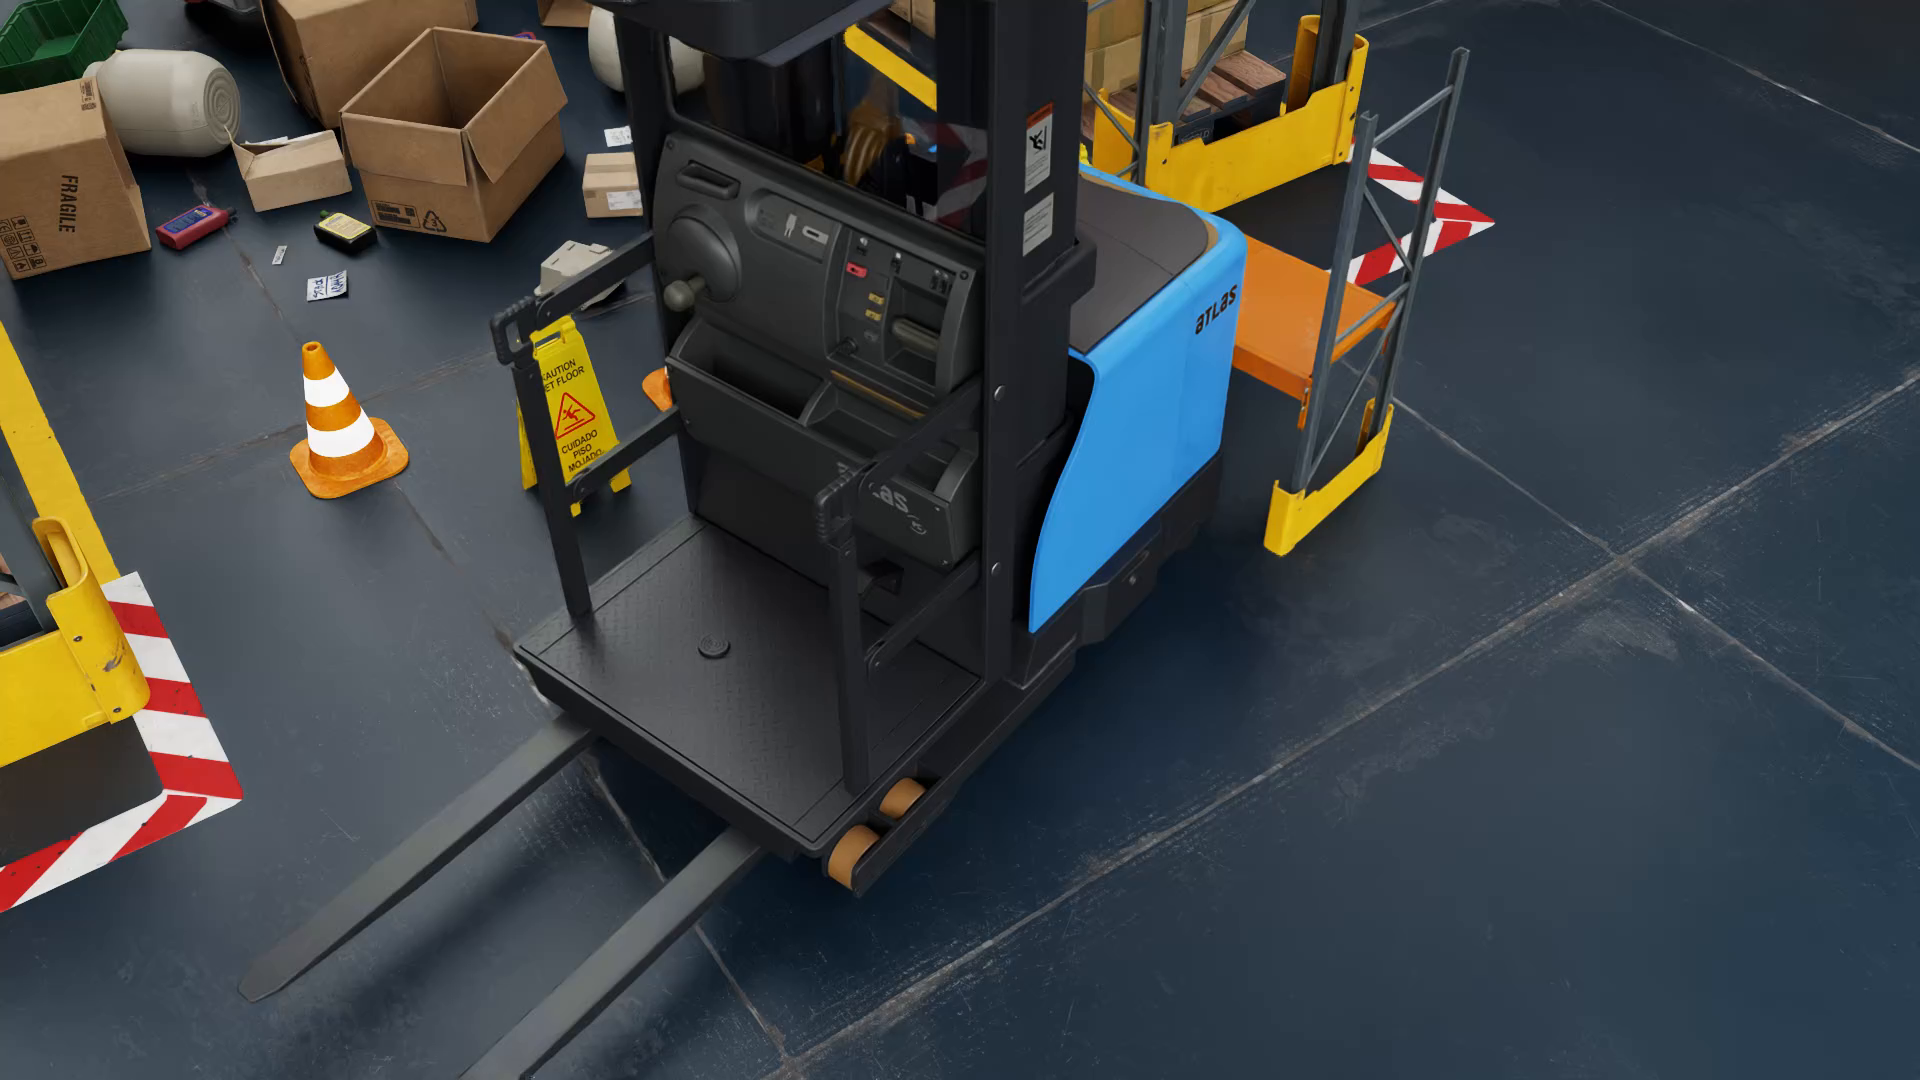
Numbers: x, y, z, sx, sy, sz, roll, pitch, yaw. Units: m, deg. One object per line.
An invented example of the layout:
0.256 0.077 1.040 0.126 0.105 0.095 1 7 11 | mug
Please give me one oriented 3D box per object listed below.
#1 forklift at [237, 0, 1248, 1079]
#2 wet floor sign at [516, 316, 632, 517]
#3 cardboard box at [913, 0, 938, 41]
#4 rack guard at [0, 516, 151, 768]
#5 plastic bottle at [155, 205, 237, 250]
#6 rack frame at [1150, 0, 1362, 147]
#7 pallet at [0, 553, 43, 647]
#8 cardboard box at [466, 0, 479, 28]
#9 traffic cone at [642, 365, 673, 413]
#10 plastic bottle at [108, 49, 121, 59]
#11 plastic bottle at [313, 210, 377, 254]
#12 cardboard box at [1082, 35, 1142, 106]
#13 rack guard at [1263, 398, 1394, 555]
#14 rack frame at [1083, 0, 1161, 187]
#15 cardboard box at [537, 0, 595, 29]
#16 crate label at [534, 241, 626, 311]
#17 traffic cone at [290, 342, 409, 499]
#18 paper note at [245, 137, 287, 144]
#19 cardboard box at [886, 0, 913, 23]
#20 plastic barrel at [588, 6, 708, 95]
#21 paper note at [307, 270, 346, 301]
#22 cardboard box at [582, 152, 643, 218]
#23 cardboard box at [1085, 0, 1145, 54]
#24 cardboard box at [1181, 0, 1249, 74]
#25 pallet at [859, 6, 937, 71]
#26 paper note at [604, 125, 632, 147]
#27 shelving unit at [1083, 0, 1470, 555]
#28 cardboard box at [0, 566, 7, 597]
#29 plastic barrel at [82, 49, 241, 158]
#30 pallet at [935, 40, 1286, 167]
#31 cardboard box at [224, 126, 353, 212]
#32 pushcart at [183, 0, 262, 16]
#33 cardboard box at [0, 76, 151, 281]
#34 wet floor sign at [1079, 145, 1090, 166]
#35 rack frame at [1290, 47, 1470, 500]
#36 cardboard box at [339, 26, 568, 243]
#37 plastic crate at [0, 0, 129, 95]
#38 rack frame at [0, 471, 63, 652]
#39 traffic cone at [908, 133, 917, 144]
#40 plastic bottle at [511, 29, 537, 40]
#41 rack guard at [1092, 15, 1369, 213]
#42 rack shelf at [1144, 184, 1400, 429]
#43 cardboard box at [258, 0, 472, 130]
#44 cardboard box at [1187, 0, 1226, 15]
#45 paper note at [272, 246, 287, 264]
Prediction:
-0.483 -0.547 3.701 1.130 2.935 3.031 28 50 26 | forklift
-1.250 -0.408 5.211 0.267 0.644 0.232 -35 53 -31 | wet floor sign
0.138 -2.312 7.187 0.500 0.250 0.500 -26 49 -24 | cardboard box
-2.877 0.423 4.444 1.175 0.500 0.348 -26 49 -24 | rack guard
-2.982 -1.239 6.504 0.133 0.061 0.283 26 49 25 | plastic bottle
1.111 -2.507 5.704 1.000 3.000 0.127 -26 49 -24 | rack frame
-3.413 0.092 5.000 1.003 0.211 1.213 -26 49 -24 | pallet
-2.471 -2.474 7.649 0.396 0.266 0.258 11 45 11 | cardboard box
-0.909 -0.692 5.640 0.336 0.463 0.334 -26 49 -24 | traffic cone
-3.783 -2.137 7.444 0.283 0.061 0.133 18 47 18 | plastic bottle
-2.413 -1.206 6.469 0.283 0.061 0.133 26 49 25 | plastic bottle
0.414 -2.029 6.891 0.500 0.250 0.500 -26 49 -25 | cardboard box
1.173 -0.206 5.284 0.087 0.250 0.587 32 52 29 | rack guard
0.435 -1.121 5.338 0.032 1.500 0.500 32 52 29 | rack frame
-1.680 -2.725 7.740 0.500 0.500 0.500 4 44 4 | cardboard box
-1.409 -0.995 6.193 0.298 0.136 0.250 18 47 18 | crate label
-2.030 -0.438 5.374 0.336 0.463 0.334 -26 49 -24 | traffic cone
-2.901 -1.637 6.948 0.172 0.023 0.155 -10 45 -11 | paper note
-0.166 -2.606 7.495 0.500 0.250 0.500 -27 50 -26 | cardboard box
-1.312 -2.147 7.192 0.512 0.421 0.421 4 44 4 | plastic barrel
-2.372 -0.955 6.229 0.144 0.017 0.142 -10 45 -11 | paper note
-1.295 -1.420 6.629 0.380 0.149 0.250 -3 44 -4 | cardboard box
0.439 -2.286 6.617 0.500 0.500 0.500 -25 49 -24 | cardboard box
0.877 -2.230 7.101 0.500 0.250 0.500 -26 49 -25 | cardboard box
-0.062 -2.706 7.931 1.003 0.211 1.213 -26 49 -24 | pallet
-1.425 -1.718 7.036 0.148 0.019 0.142 -10 45 -11 | paper note
0.805 -0.889 5.095 1.083 1.500 0.587 32 52 29 | shelving unit
-3.333 -0.236 4.559 0.875 0.875 0.875 -25 49 -24 | cardboard box
-3.272 -1.791 6.820 0.512 0.421 0.421 4 44 4 | plastic barrel
0.632 -2.015 7.208 1.003 0.211 1.213 -26 49 -24 | pallet
-2.685 -1.525 6.655 0.396 0.266 0.258 -18 46 -18 | cardboard box
-3.019 -2.895 8.009 0.936 0.377 1.648 26 49 25 | pushcart
-3.449 -1.383 6.334 0.500 0.500 0.500 -18 46 -18 | cardboard box
0.342 -1.125 5.961 0.267 0.644 0.232 -10 45 -11 | wet floor sign
1.188 -0.649 4.843 0.032 1.500 0.500 32 52 29 | rack frame
-1.970 -1.599 6.560 0.637 0.503 0.797 11 45 11 | cardboard box
-4.005 -2.182 7.359 0.450 0.188 0.662 -11 44 3 | plastic crate
-2.891 -0.494 3.595 1.000 3.000 0.127 -26 49 -24 | rack frame
-0.193 -1.323 6.301 0.336 0.463 0.334 -26 49 -24 | traffic cone
-1.977 -2.238 7.550 0.133 0.061 0.283 -18 46 -18 | plastic bottle
1.068 -1.646 6.612 1.175 0.500 0.348 -26 49 -24 | rack guard
0.811 -0.755 5.215 1.000 0.185 0.538 32 52 29 | rack shelf
-2.512 -2.174 7.065 0.797 0.637 0.503 -26 49 -24 | cardboard box
0.863 -2.515 6.856 0.500 0.500 0.500 -27 50 -26 | cardboard box
-2.615 -1.096 6.390 0.032 0.001 0.123 -3 44 -4 | paper note
